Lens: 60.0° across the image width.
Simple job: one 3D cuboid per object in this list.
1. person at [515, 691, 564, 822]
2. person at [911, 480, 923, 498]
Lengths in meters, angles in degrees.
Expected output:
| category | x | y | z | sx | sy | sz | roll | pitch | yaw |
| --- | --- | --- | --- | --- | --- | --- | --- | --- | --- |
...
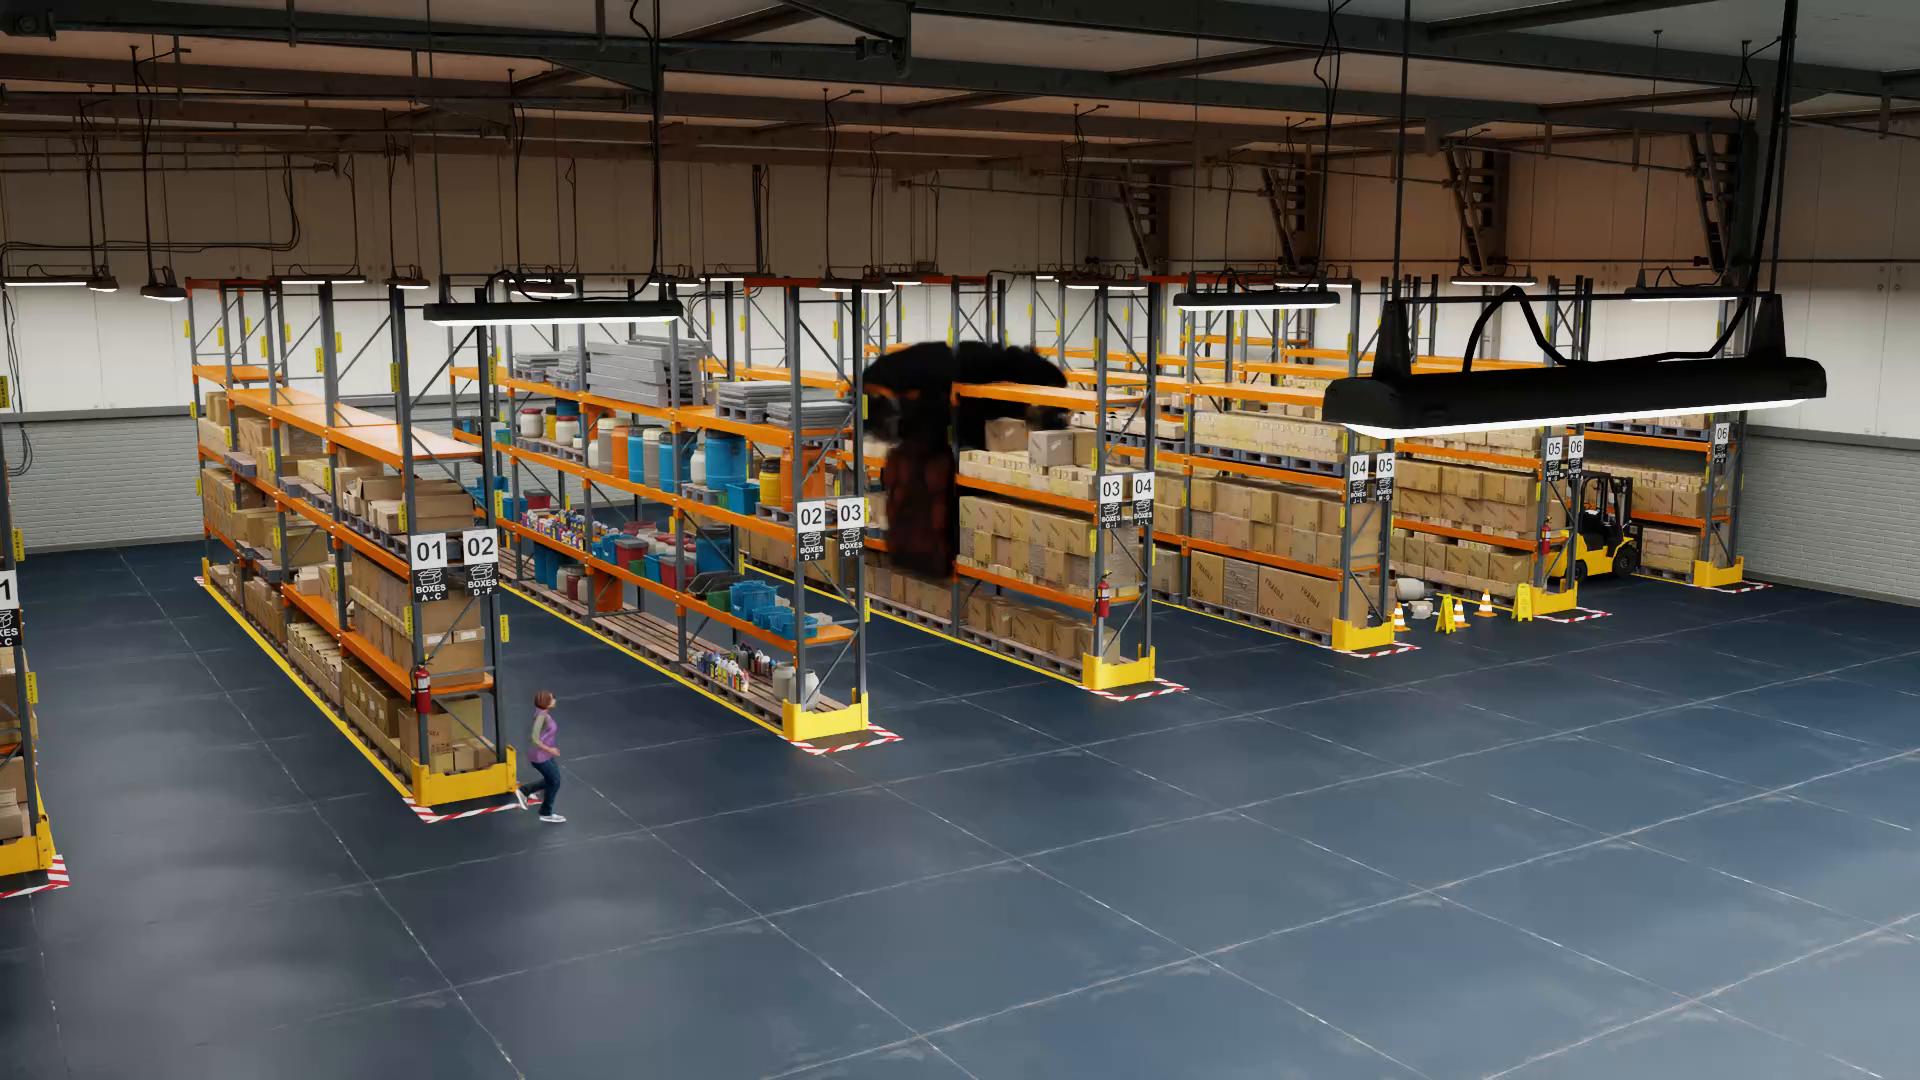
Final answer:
| category | x | y | z | sx | sy | sz | roll | pitch | yaw |
| --- | --- | --- | --- | --- | --- | --- | --- | --- | --- |
| person | -4.773 | 2.461 | 18.778 | 0.532 | 1.563 | 0.557 | -1 | 10 | -8 |
| person | -0.855 | -0.402 | 34.820 | 0.702 | 1.730 | 0.959 | -9 | 13 | -43 |
